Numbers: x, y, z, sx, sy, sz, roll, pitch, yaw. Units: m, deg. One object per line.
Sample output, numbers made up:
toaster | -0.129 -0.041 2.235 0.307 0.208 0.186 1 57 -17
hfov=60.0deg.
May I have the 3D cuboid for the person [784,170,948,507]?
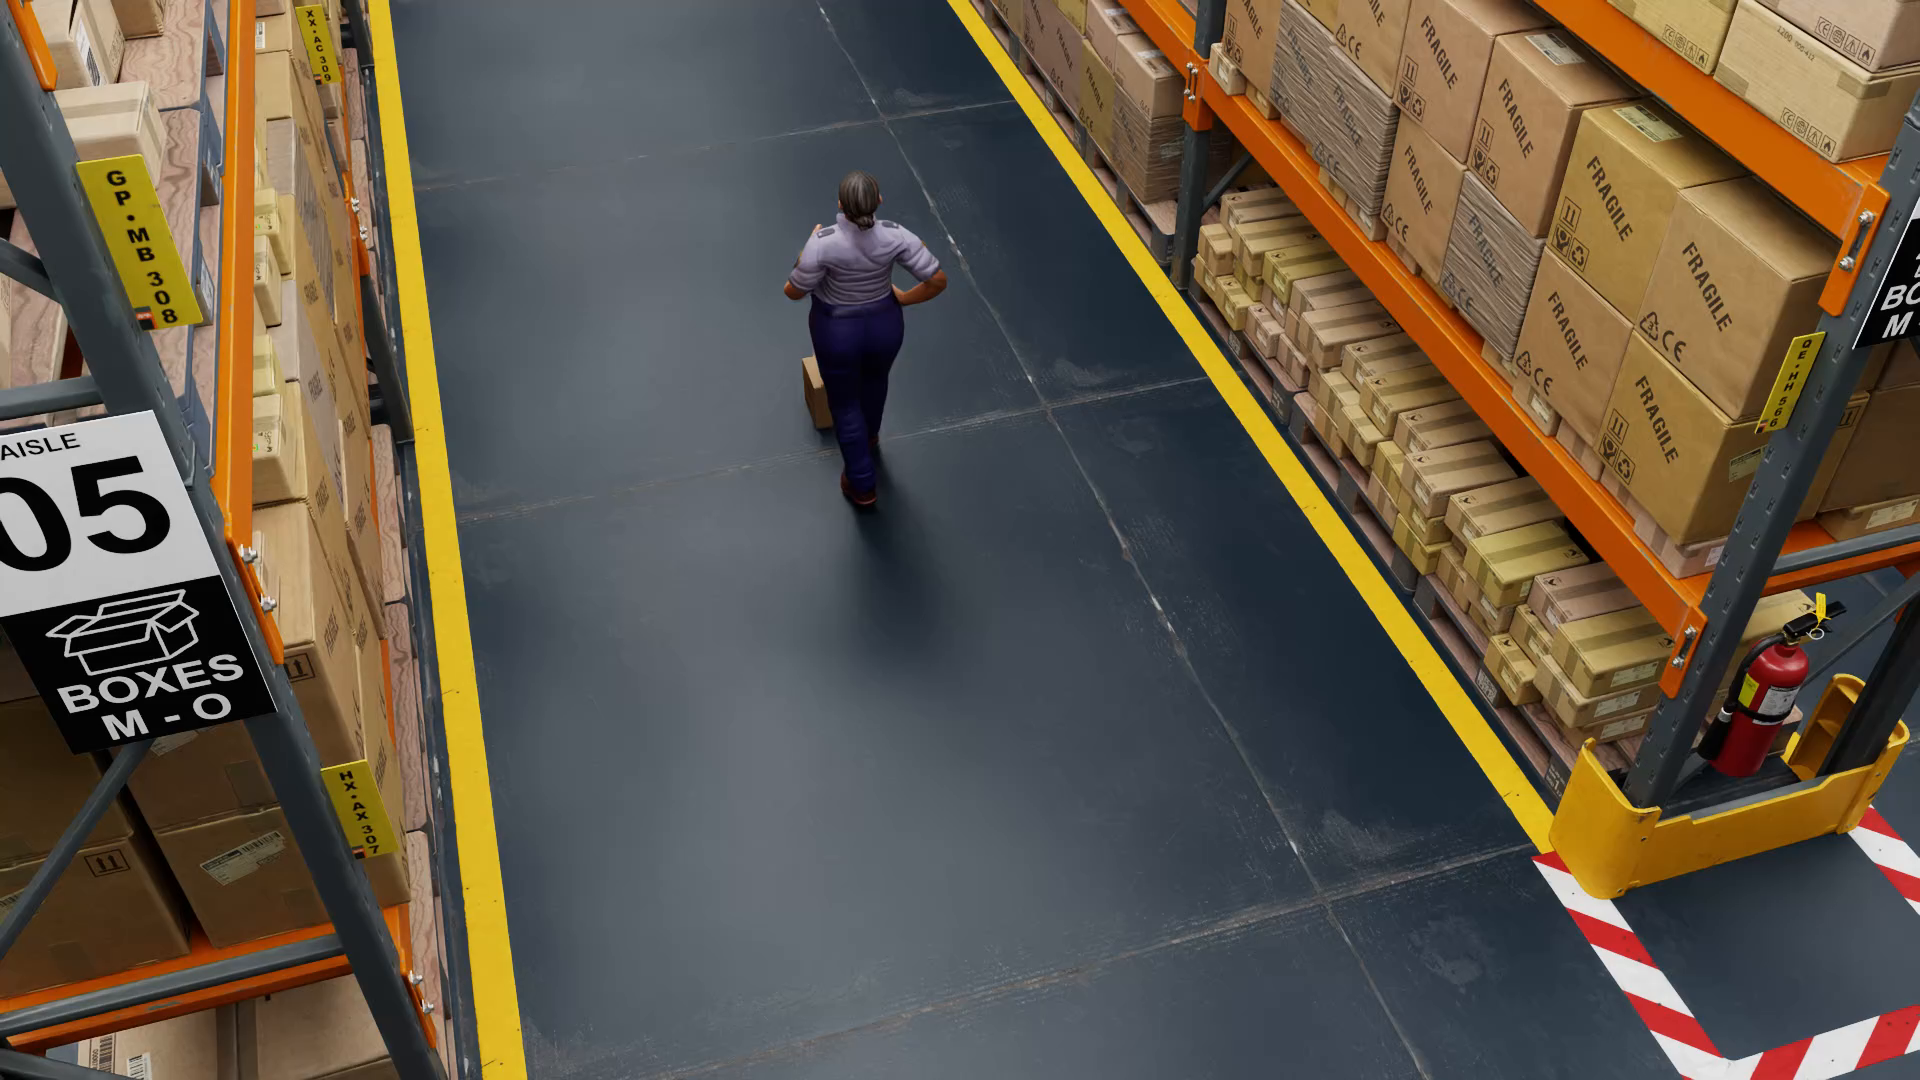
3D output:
person | -0.463 -0.958 7.191 0.636 1.628 0.729 -14 44 -15
